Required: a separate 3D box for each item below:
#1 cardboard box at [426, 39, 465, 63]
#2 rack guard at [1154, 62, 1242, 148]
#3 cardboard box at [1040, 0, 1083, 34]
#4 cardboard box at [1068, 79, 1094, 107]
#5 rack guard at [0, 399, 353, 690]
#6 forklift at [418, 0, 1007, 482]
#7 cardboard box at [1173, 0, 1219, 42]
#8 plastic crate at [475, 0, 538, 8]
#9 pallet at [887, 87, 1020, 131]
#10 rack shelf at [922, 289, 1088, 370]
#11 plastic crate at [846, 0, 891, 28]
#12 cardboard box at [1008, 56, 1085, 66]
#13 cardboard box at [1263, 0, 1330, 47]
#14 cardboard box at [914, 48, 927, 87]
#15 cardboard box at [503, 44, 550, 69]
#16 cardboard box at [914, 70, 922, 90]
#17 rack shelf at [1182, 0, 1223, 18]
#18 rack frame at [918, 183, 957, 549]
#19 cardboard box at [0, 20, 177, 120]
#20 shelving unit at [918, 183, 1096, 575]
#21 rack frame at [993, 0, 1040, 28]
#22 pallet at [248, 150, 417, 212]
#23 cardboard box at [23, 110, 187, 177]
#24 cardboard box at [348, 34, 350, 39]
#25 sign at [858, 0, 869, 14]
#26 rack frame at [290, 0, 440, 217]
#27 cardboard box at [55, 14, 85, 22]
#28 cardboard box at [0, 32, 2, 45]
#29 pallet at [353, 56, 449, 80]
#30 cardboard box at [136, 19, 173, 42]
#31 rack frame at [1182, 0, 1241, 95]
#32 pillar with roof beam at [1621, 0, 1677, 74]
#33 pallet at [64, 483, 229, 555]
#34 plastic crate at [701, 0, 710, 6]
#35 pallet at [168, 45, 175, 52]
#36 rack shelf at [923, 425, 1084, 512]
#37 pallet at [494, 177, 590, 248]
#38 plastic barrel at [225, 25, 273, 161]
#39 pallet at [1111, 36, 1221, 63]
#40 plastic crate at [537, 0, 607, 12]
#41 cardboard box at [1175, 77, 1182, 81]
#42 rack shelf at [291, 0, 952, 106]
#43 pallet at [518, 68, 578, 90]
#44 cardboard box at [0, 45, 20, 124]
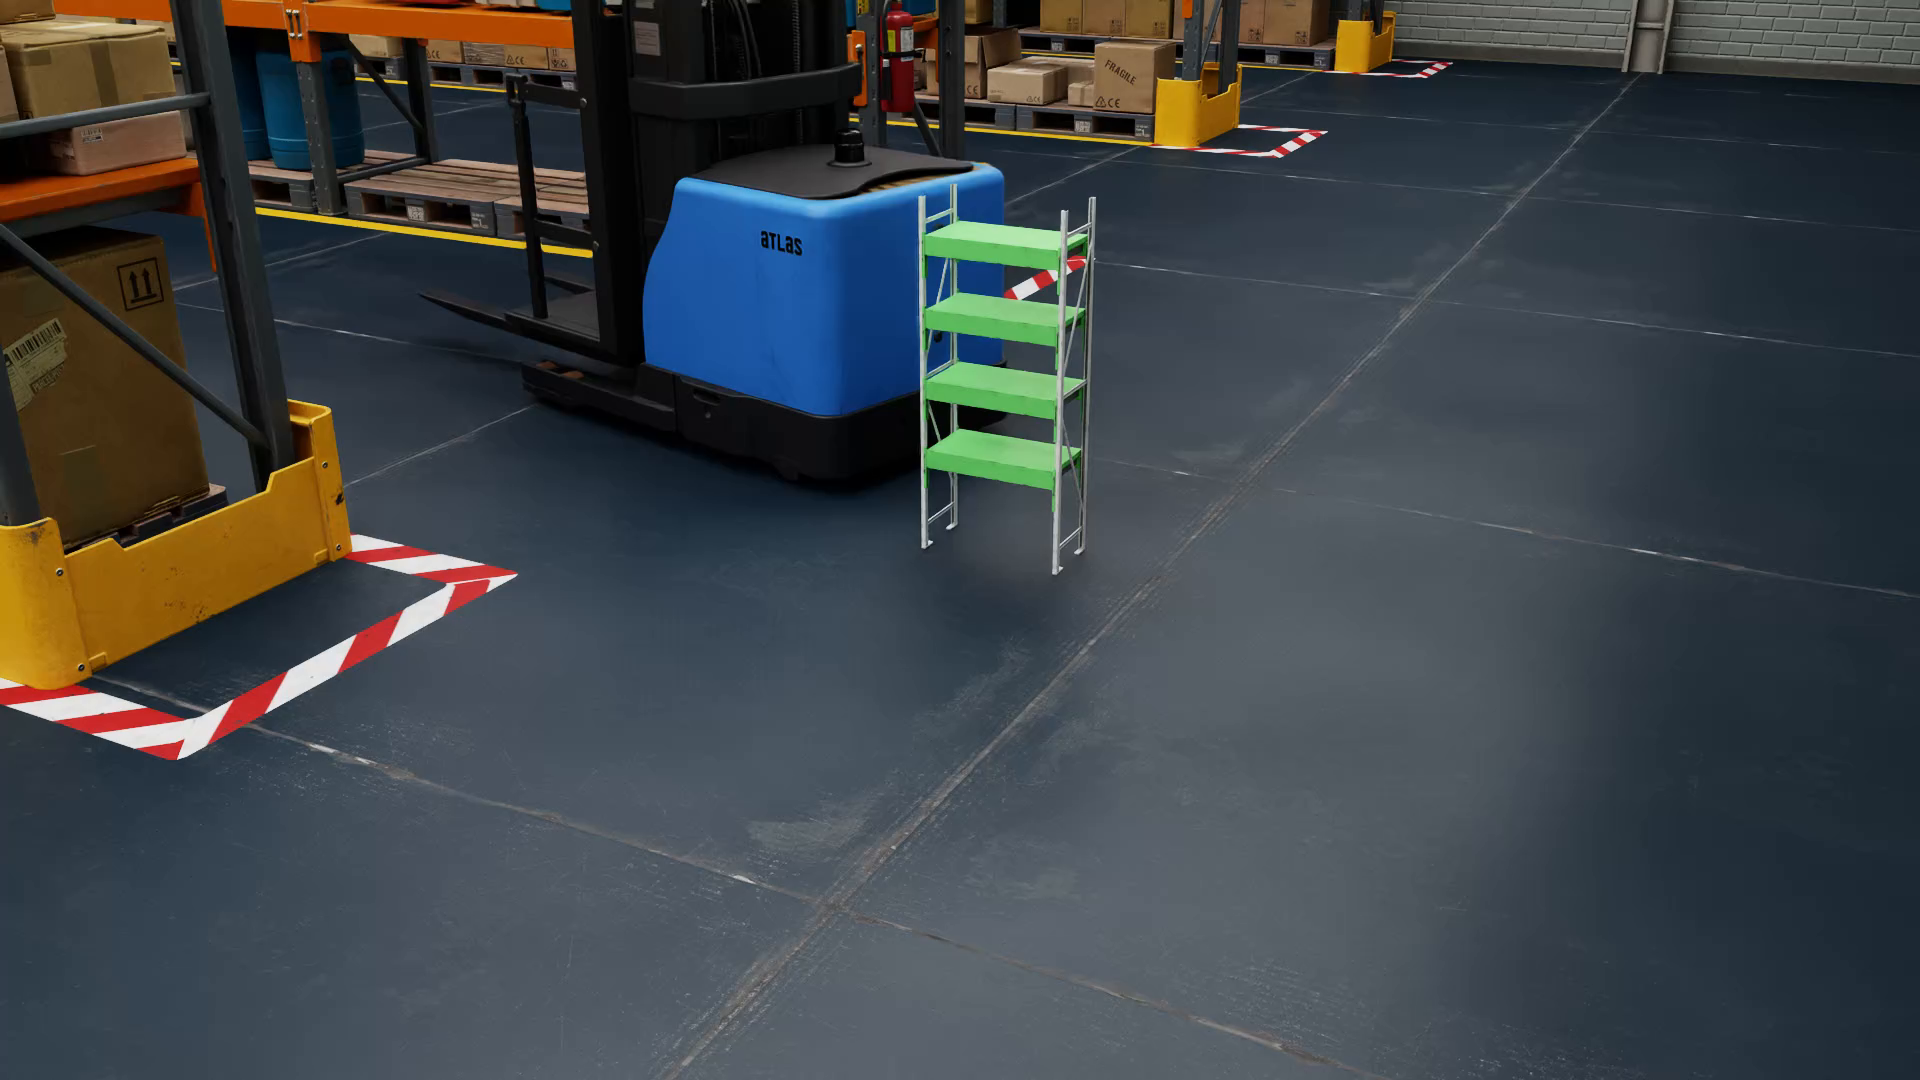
[{"bbox_3d":[-4.874,-4.925,16.130,0.500,0.500,0.500,12,26,27],"label":"cardboard box"},{"bbox_3d":[1.921,-3.504,13.350,0.348,0.500,1.175,11,25,25],"label":"rack guard"},{"bbox_3d":[1.272,-5.953,18.572,0.500,0.500,0.700,12,26,25],"label":"cardboard box"},{"bbox_3d":[1.071,-3.652,13.563,0.250,0.166,0.380,11,25,25],"label":"cardboard box"},{"bbox_3d":[-2.463,-0.027,5.174,0.348,0.500,1.175,11,25,25],"label":"rack guard"},{"bbox_3d":[-1.247,-2.033,6.785,3.031,2.935,1.130,19,30,38],"label":"forklift"},{"bbox_3d":[2.655,-5.680,17.930,0.500,0.500,0.700,10,25,23],"label":"cardboard box"},{"bbox_3d":[-2.540,-3.257,9.649,0.530,0.282,0.437,11,25,25],"label":"plastic crate"},{"bbox_3d":[0.124,-3.727,14.244,1.213,0.211,1.003,11,25,25],"label":"pallet"},{"bbox_3d":[0.148,-0.685,5.378,0.480,0.148,0.258,11,25,25],"label":"rack shelf"},{"bbox_3d":[-0.633,-2.949,8.729,0.499,0.435,0.616,11,25,25],"label":"plastic crate"},{"bbox_3d":[0.739,-3.949,14.155,0.500,0.250,0.500,11,25,25],"label":"cardboard box"},{"bbox_3d":[3.550,-5.503,17.514,0.500,0.500,0.700,11,25,25],"label":"cardboard box"},{"bbox_3d":[-0.275,-4.178,14.615,0.500,0.311,0.500,11,25,25],"label":"cardboard box"},{"bbox_3d":[-3.959,-4.744,15.705,0.500,0.500,0.500,11,25,24],"label":"cardboard box"},{"bbox_3d":[-0.528,-3.946,14.255,0.250,0.166,0.380,11,25,25],"label":"cardboard box"},{"bbox_3d":[0.204,-4.663,13.800,4.000,0.370,1.077,11,25,25],"label":"rack shelf"},{"bbox_3d":[-0.070,-0.566,5.548,0.015,1.200,0.240,11,25,25],"label":"rack frame"},{"bbox_3d":[-2.791,-1.428,5.087,0.500,0.250,0.500,10,25,23],"label":"cardboard box"},{"bbox_3d":[0.148,-0.523,5.446,0.503,1.200,0.258,11,25,25],"label":"shelving unit"},{"bbox_3d":[0.651,-7.077,18.559,0.127,3.000,1.000,11,25,25],"label":"rack frame"},{"bbox_3d":[-4.489,-2.485,11.324,1.213,0.211,1.003,11,25,25],"label":"pallet"},{"bbox_3d":[-2.653,-1.244,5.162,0.250,0.149,0.380,12,26,25],"label":"cardboard box"},{"bbox_3d":[-6.192,-5.078,16.836,0.500,0.250,0.500,11,25,24],"label":"cardboard box"},{"bbox_3d":[-0.484,-2.791,8.272,0.005,0.325,0.100,11,25,25],"label":"sign"},{"bbox_3d":[-3.820,-3.617,10.423,0.127,3.000,1.000,11,25,25],"label":"rack frame"},{"bbox_3d":[-9.675,-5.785,18.496,0.500,0.250,0.500,11,25,25],"label":"cardboard box"},{"bbox_3d":[-3.038,-1.588,4.506,0.500,0.500,0.500,12,26,25],"label":"cardboard box"},{"bbox_3d":[-5.868,-4.929,17.070,1.213,0.211,1.003,11,25,25],"label":"pallet"},{"bbox_3d":[-8.472,-5.530,17.896,0.500,0.250,0.500,11,25,23],"label":"cardboard box"},{"bbox_3d":[1.988,-4.640,12.829,0.127,3.000,1.000,11,25,25],"label":"rack frame"},{"bbox_3d":[5.078,-7.454,11.778,0.400,9.000,9.100,11,25,25],"label":"pillar with roof beam"},{"bbox_3d":[-3.233,-0.012,5.508,1.213,0.211,1.003,11,25,25],"label":"pallet"},{"bbox_3d":[-1.311,-2.954,9.124,0.243,0.136,0.396,11,25,25],"label":"plastic crate"},{"bbox_3d":[-9.411,-5.631,18.722,1.213,0.211,1.003,11,25,25],"label":"pallet"},{"bbox_3d":[0.148,-0.243,5.565,0.480,0.148,0.258,11,25,25],"label":"rack shelf"},{"bbox_3d":[-2.053,-2.003,10.190,1.213,0.211,1.003,11,25,25],"label":"pallet"},{"bbox_3d":[-4.929,-3.072,11.286,0.708,0.901,0.600,11,25,25],"label":"plastic barrel"},{"bbox_3d":[2.387,-5.418,18.220,1.213,0.211,1.003,11,25,25],"label":"pallet"},{"bbox_3d":[-2.198,-3.135,9.426,0.300,0.233,0.416,11,25,25],"label":"plastic crate"},{"bbox_3d":[1.770,-3.725,13.757,0.250,0.149,0.380,11,25,25],"label":"cardboard box"},{"bbox_3d":[-2.035,-2.933,9.734,4.000,0.370,1.077,11,25,25],"label":"rack shelf"},{"bbox_3d":[-3.417,-4.409,15.847,1.213,0.211,1.003,11,25,25],"label":"pallet"},{"bbox_3d":[-3.037,-1.242,4.649,0.500,0.250,0.500,11,25,24],"label":"cardboard box"}]
